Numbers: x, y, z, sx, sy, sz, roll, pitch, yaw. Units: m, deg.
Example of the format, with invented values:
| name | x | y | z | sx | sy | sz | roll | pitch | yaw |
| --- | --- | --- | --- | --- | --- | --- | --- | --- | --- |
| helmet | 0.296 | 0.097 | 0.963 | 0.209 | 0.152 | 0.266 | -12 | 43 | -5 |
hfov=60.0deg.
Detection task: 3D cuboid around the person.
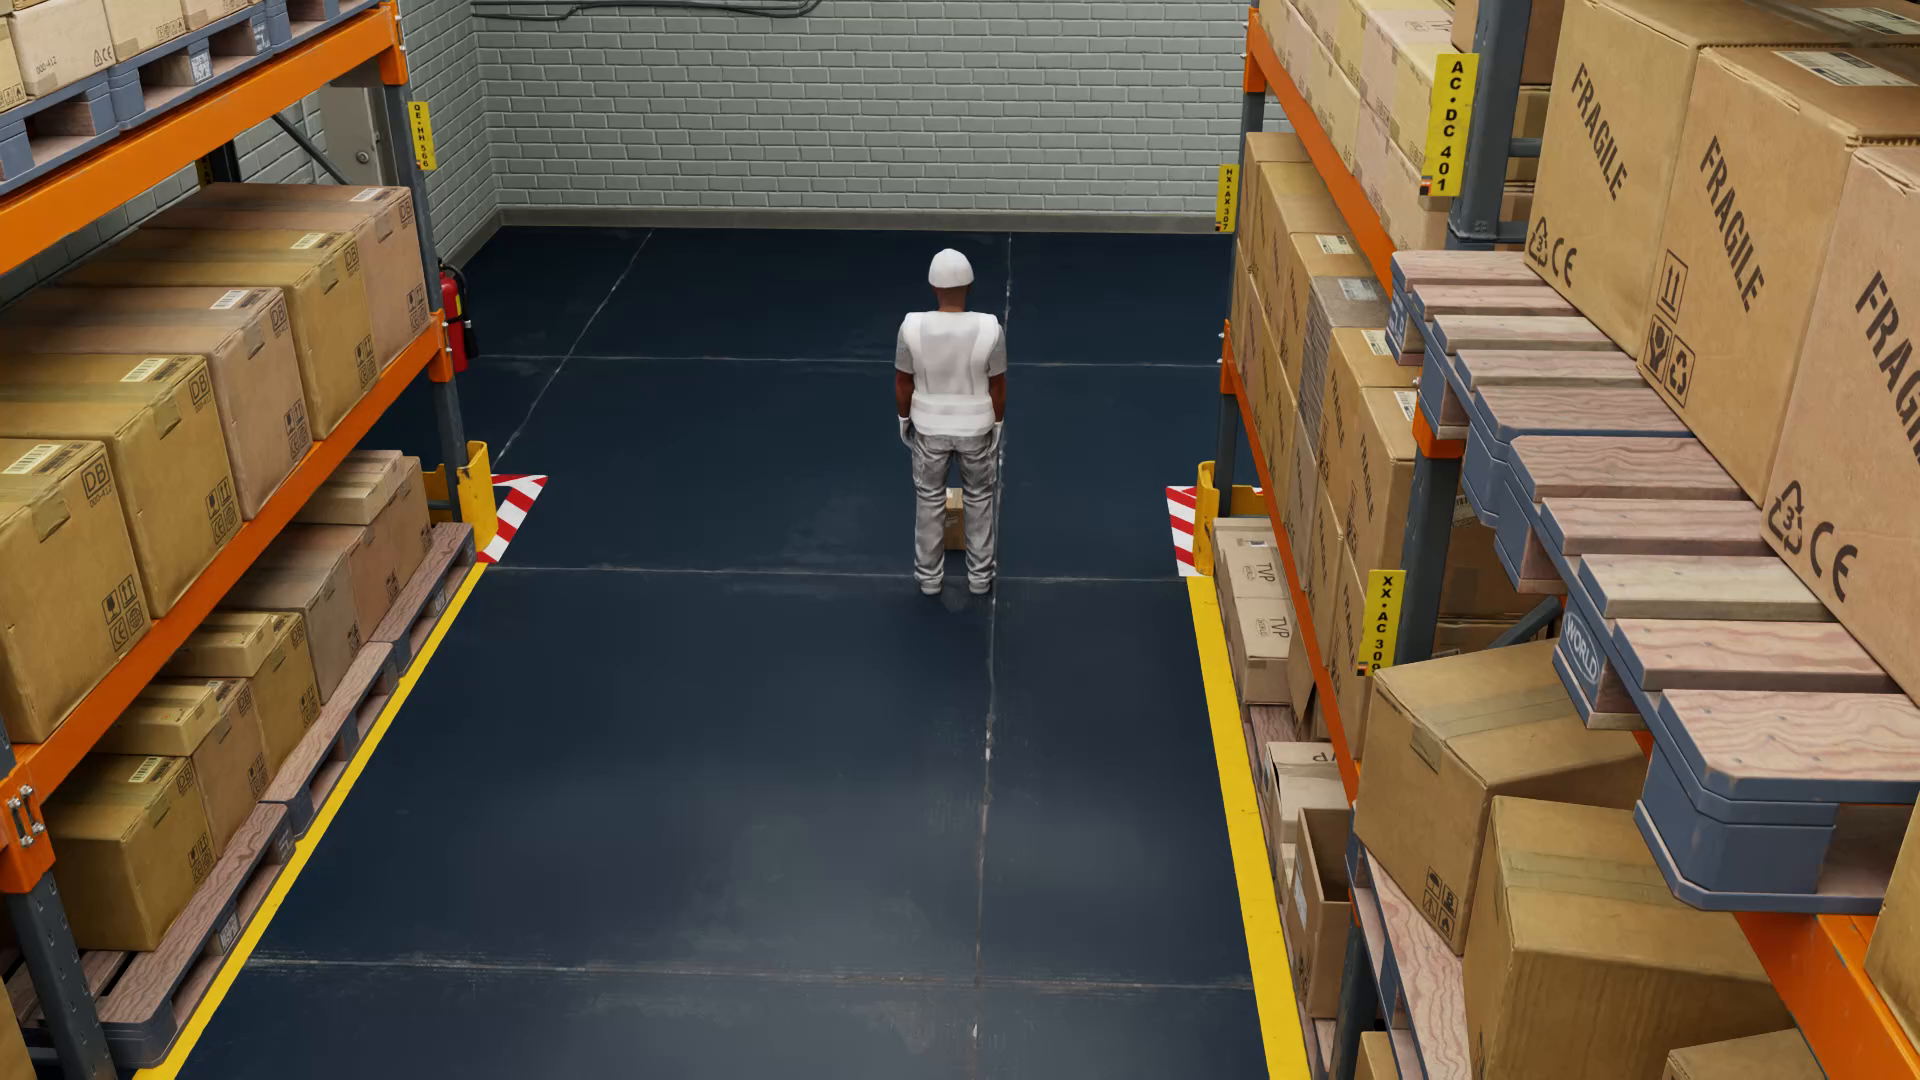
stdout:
| name | x | y | z | sx | sy | sz | roll | pitch | yaw |
| --- | --- | --- | --- | --- | --- | --- | --- | --- | --- |
| person | -0.043 | -0.561 | 8.183 | 0.547 | 1.791 | 0.361 | 2 | 28 | 3 |
